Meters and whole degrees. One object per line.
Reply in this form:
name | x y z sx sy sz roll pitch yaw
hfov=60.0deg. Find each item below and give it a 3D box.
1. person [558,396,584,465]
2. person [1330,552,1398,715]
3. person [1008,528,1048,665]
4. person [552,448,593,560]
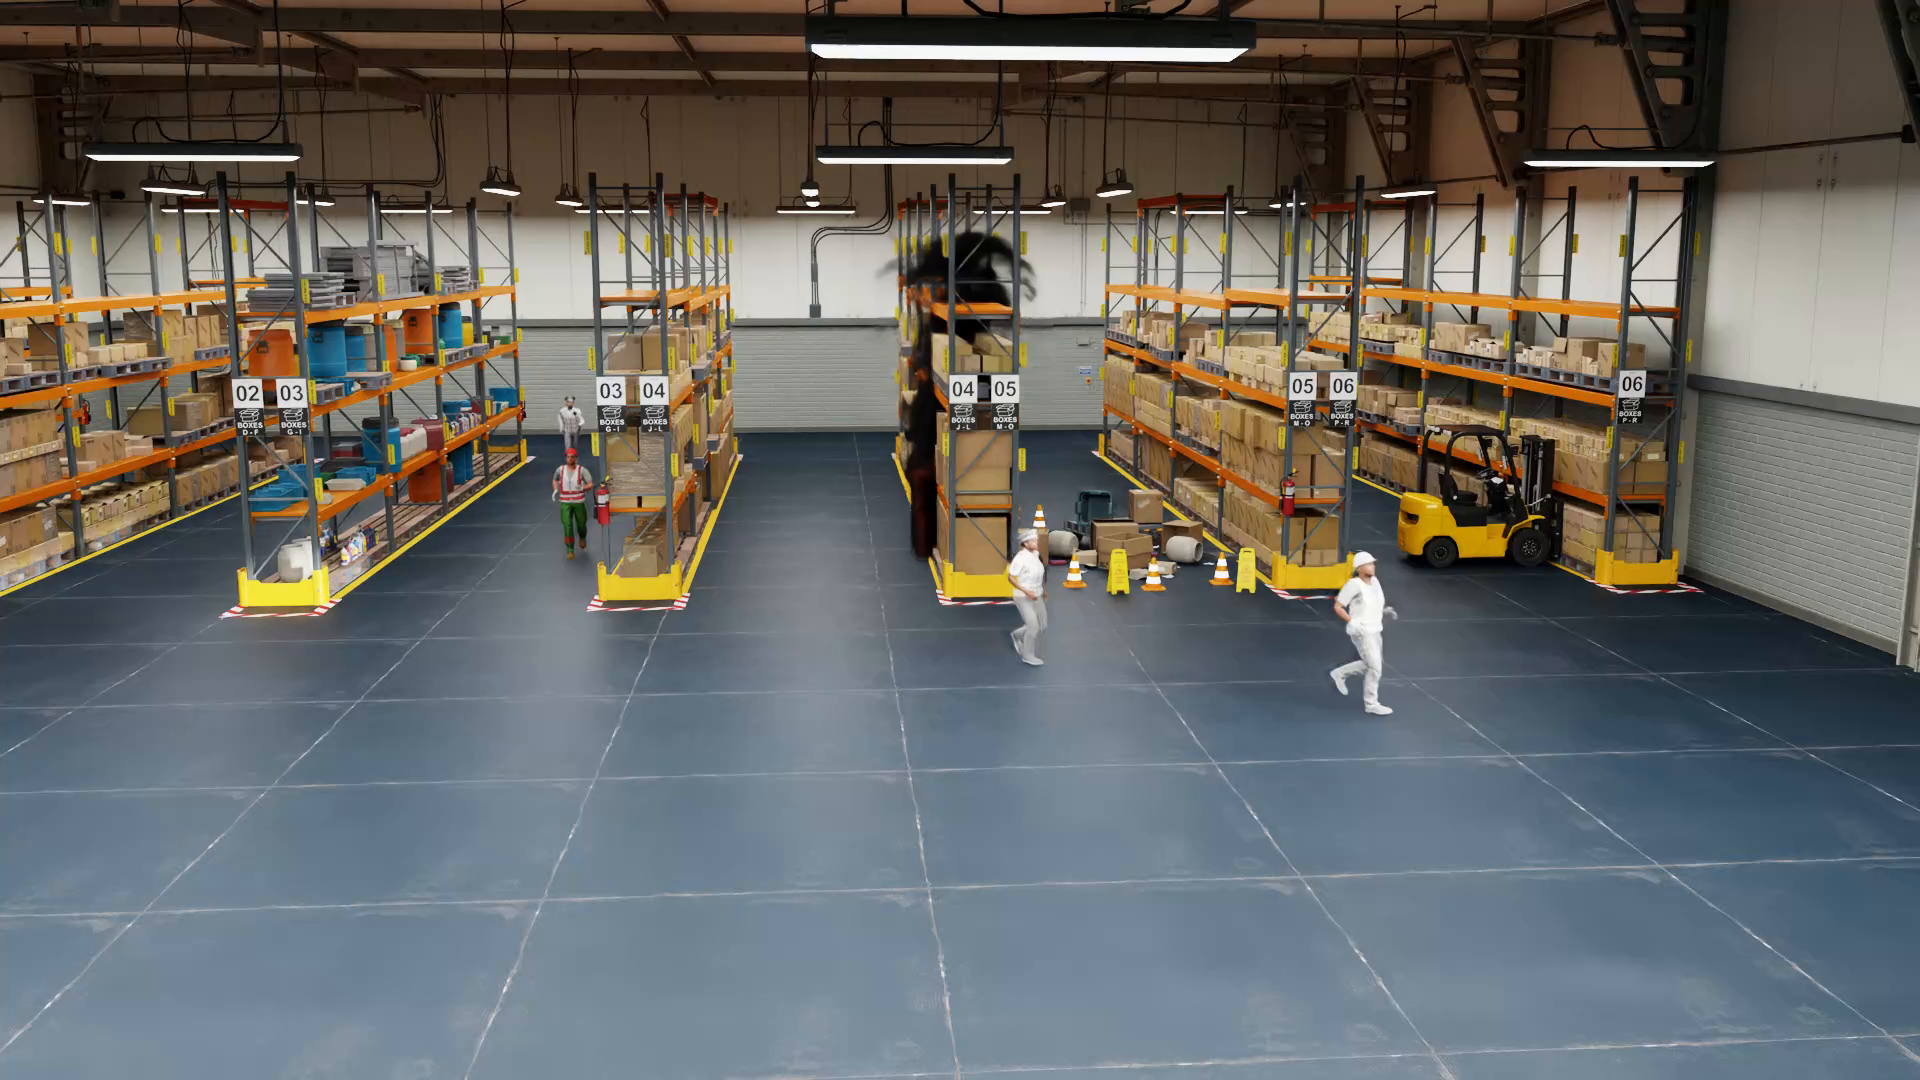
person | -8.800 -2.431 37.664 0.587 1.697 0.929 -2 10 -13
person | 4.364 0.994 18.064 0.818 1.748 0.696 9 14 42
person | 0.784 0.676 20.123 0.561 1.659 0.598 8 13 38
person | -6.277 -0.605 26.965 0.667 1.768 0.954 -1 10 -7
